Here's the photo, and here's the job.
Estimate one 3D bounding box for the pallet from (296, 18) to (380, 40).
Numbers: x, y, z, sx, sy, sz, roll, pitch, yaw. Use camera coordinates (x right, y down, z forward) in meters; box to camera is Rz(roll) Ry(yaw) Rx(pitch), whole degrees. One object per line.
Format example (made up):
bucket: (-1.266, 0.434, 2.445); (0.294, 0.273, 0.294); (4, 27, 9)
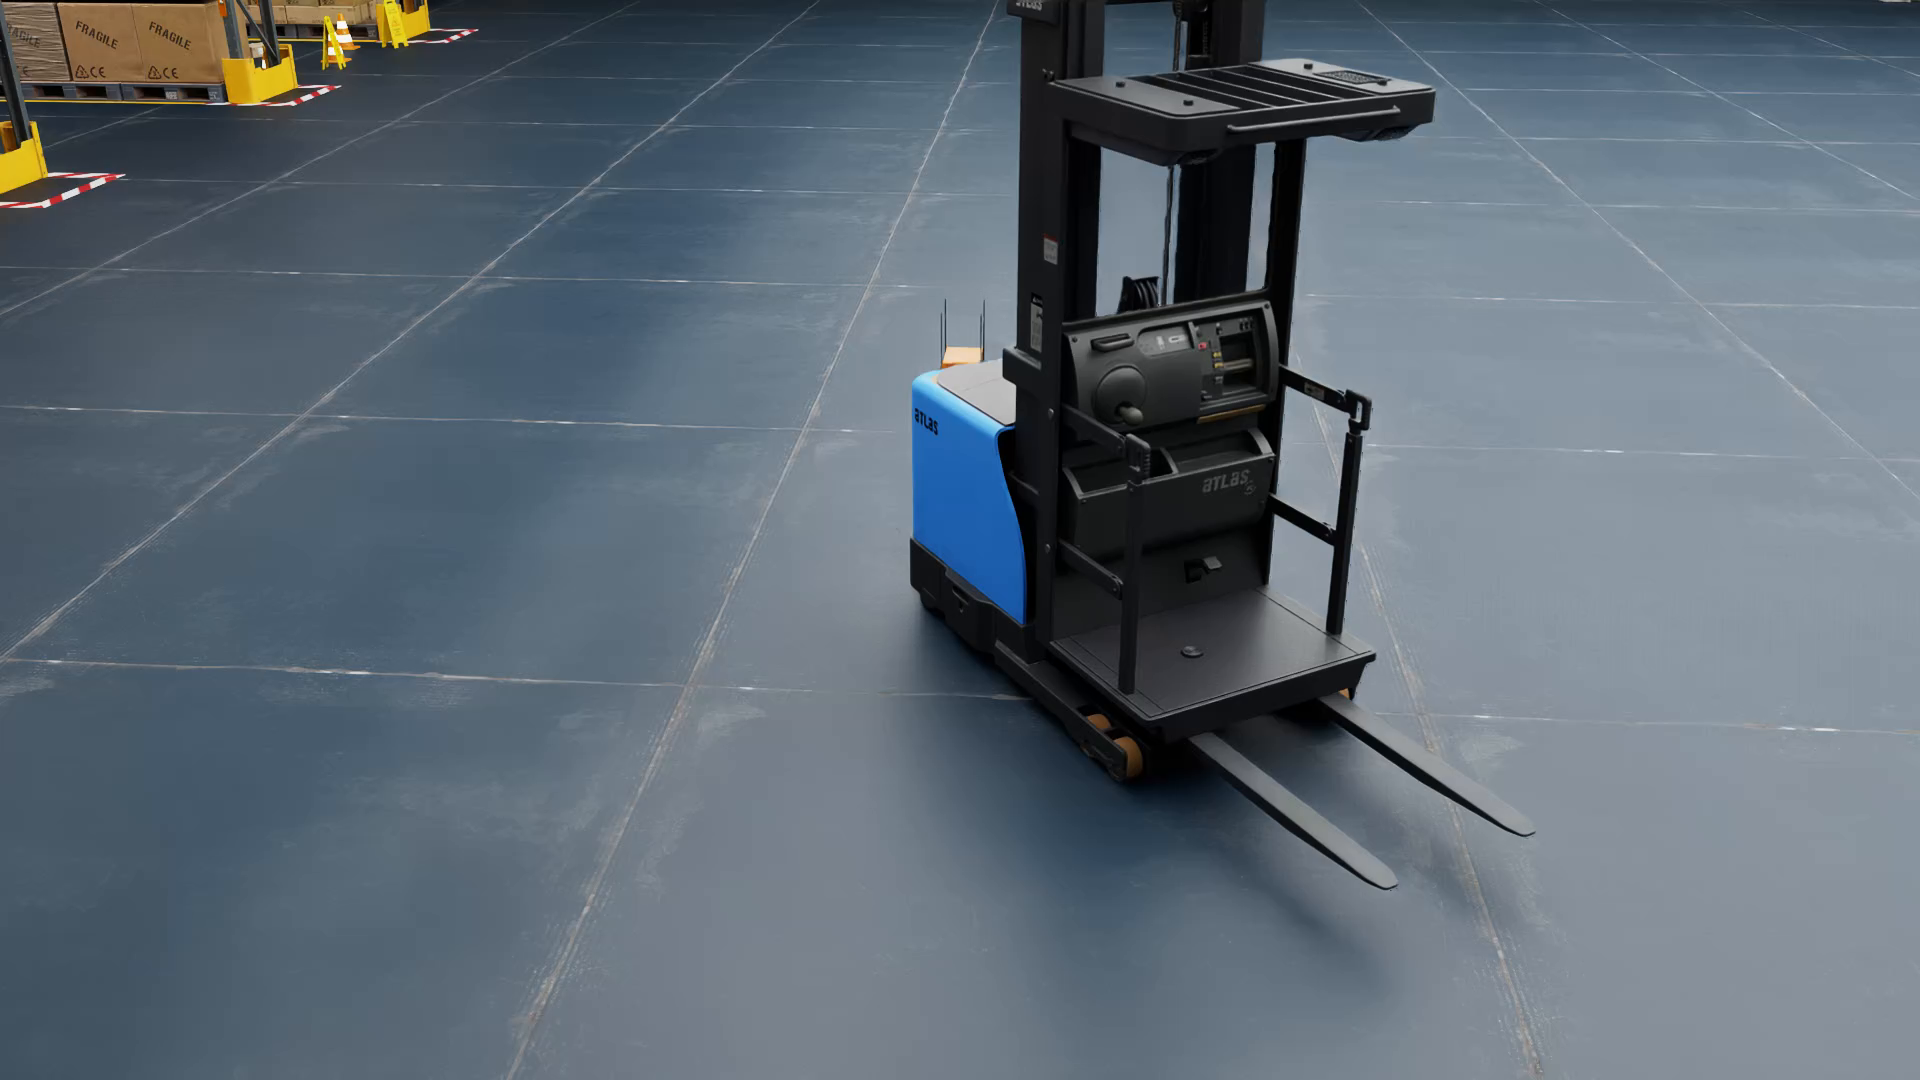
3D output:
pallet: (-8.882, -7.486, 24.267); (1.213, 0.211, 1.003); (2, 25, 4)

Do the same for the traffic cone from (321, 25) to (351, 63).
traffic cone: (-8.272, -6.560, 21.953); (0.334, 0.463, 0.336); (2, 25, 4)

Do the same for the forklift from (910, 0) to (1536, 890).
forklift: (0.921, -0.638, 6.130); (1.130, 2.935, 3.031); (-13, 28, -26)

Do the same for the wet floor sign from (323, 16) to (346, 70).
wet floor sign: (-8.097, -6.398, 21.384); (0.232, 0.644, 0.267); (-2, 25, -5)

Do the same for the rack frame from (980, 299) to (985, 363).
rack frame: (0.106, -0.542, 7.992); (0.006, 1.200, 0.240); (2, 25, 4)

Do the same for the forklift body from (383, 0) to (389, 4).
forklift body: (-9.653, -9.694, 26.744); (1.214, 2.155, 2.313); (2, 25, 4)

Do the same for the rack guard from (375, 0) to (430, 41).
rack guard: (-8.075, -7.577, 24.118); (0.348, 0.500, 1.175); (2, 25, 4)

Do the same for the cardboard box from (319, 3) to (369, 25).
cardboard box: (-8.849, -7.566, 23.892); (0.500, 0.250, 0.500); (2, 25, 4)

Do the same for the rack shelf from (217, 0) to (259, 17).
rack shelf: (-10.271, -6.381, 19.389); (4.000, 0.370, 1.077); (2, 25, 4)

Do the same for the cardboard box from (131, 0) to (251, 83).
cardboard box: (-8.958, -5.863, 19.444); (0.875, 0.875, 0.875); (2, 25, 4)

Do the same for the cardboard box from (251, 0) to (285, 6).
cardboard box: (-9.841, -7.944, 23.815); (0.500, 0.500, 0.500); (1, 25, 3)

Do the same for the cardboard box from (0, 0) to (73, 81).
cardboard box: (-10.744, -5.921, 19.568); (0.875, 0.875, 0.875); (2, 25, 4)

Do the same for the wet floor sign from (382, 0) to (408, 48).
wet floor sign: (-7.891, -7.188, 23.100); (0.232, 0.644, 0.267); (11, 27, 22)

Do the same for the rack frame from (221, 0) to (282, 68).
rack frame: (-8.277, -6.644, 19.100); (0.127, 3.000, 1.000); (2, 25, 4)

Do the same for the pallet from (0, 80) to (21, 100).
pallet: (-11.513, -5.448, 19.837); (1.213, 0.211, 1.003); (2, 25, 4)

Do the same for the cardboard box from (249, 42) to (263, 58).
cardboard box: (-9.460, -6.615, 22.448); (0.250, 0.149, 0.380); (16, 29, 31)

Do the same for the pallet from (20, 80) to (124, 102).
pallet: (-10.293, -5.410, 19.755); (1.213, 0.211, 1.003); (2, 25, 4)

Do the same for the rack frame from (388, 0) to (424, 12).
rack frame: (-7.999, -8.710, 23.591); (0.127, 3.000, 1.000); (2, 25, 4)

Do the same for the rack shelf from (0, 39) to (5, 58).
rack shelf: (-10.752, -4.317, 14.904); (4.000, 0.370, 1.077); (2, 25, 4)

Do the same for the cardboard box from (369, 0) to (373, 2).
cardboard box: (-8.806, -8.134, 24.229); (0.500, 0.500, 0.500); (1, 25, 2)

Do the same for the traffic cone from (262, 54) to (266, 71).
traffic cone: (-8.698, -6.100, 20.953); (0.334, 0.463, 0.336); (2, 25, 4)

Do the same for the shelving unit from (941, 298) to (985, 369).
shelving unit: (0.014, -0.545, 7.998); (0.189, 1.200, 0.258); (2, 25, 4)

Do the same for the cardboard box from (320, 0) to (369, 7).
cardboard box: (-8.818, -7.909, 23.740); (0.500, 0.500, 0.500); (2, 25, 4)

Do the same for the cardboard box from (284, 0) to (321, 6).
cardboard box: (-9.338, -7.925, 23.774); (0.500, 0.500, 0.500); (3, 25, 6)

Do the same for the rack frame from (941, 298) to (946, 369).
rack frame: (-0.077, -0.548, 8.005); (0.006, 1.200, 0.240); (2, 25, 4)

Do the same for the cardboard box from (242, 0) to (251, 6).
cardboard box: (-10.368, -7.959, 23.849); (0.500, 0.500, 0.500); (3, 25, 7)

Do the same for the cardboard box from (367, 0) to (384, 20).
cardboard box: (-8.782, -7.793, 24.384); (0.500, 0.250, 0.500); (2, 25, 4)

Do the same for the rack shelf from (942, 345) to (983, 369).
rack shelf: (0.014, -0.831, 7.866); (0.180, 0.103, 0.258); (2, 25, 4)

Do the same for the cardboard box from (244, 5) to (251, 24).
cardboard box: (-10.357, -7.620, 24.009); (0.500, 0.250, 0.500); (2, 25, 3)

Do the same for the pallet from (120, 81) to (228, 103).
pallet: (-9.080, -5.370, 19.668); (1.213, 0.211, 1.003); (2, 25, 4)

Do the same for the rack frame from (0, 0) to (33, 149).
rack frame: (-8.757, -4.580, 14.614); (0.127, 3.000, 1.000); (2, 25, 4)

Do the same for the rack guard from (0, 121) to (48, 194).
rack guard: (-8.833, -3.447, 15.142); (0.348, 0.500, 1.175); (2, 25, 4)

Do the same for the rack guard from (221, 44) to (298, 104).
rack guard: (-8.253, -5.507, 19.621); (0.348, 0.500, 1.175); (2, 25, 4)

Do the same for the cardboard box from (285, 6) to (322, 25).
cardboard box: (-9.341, -7.585, 23.933); (0.500, 0.250, 0.500); (2, 25, 4)

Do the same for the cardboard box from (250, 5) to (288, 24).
cardboard box: (-9.863, -7.600, 23.965); (0.500, 0.250, 0.500); (1, 25, 2)

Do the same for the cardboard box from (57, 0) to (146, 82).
cardboard box: (-9.836, -5.891, 19.503); (0.875, 0.875, 0.875); (1, 25, 3)

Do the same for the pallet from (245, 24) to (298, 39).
pallet: (-10.095, -7.527, 24.355); (1.213, 0.211, 1.003); (2, 25, 4)

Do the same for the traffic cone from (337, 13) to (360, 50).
traffic cone: (-8.526, -7.034, 22.982); (0.334, 0.463, 0.336); (2, 25, 4)
